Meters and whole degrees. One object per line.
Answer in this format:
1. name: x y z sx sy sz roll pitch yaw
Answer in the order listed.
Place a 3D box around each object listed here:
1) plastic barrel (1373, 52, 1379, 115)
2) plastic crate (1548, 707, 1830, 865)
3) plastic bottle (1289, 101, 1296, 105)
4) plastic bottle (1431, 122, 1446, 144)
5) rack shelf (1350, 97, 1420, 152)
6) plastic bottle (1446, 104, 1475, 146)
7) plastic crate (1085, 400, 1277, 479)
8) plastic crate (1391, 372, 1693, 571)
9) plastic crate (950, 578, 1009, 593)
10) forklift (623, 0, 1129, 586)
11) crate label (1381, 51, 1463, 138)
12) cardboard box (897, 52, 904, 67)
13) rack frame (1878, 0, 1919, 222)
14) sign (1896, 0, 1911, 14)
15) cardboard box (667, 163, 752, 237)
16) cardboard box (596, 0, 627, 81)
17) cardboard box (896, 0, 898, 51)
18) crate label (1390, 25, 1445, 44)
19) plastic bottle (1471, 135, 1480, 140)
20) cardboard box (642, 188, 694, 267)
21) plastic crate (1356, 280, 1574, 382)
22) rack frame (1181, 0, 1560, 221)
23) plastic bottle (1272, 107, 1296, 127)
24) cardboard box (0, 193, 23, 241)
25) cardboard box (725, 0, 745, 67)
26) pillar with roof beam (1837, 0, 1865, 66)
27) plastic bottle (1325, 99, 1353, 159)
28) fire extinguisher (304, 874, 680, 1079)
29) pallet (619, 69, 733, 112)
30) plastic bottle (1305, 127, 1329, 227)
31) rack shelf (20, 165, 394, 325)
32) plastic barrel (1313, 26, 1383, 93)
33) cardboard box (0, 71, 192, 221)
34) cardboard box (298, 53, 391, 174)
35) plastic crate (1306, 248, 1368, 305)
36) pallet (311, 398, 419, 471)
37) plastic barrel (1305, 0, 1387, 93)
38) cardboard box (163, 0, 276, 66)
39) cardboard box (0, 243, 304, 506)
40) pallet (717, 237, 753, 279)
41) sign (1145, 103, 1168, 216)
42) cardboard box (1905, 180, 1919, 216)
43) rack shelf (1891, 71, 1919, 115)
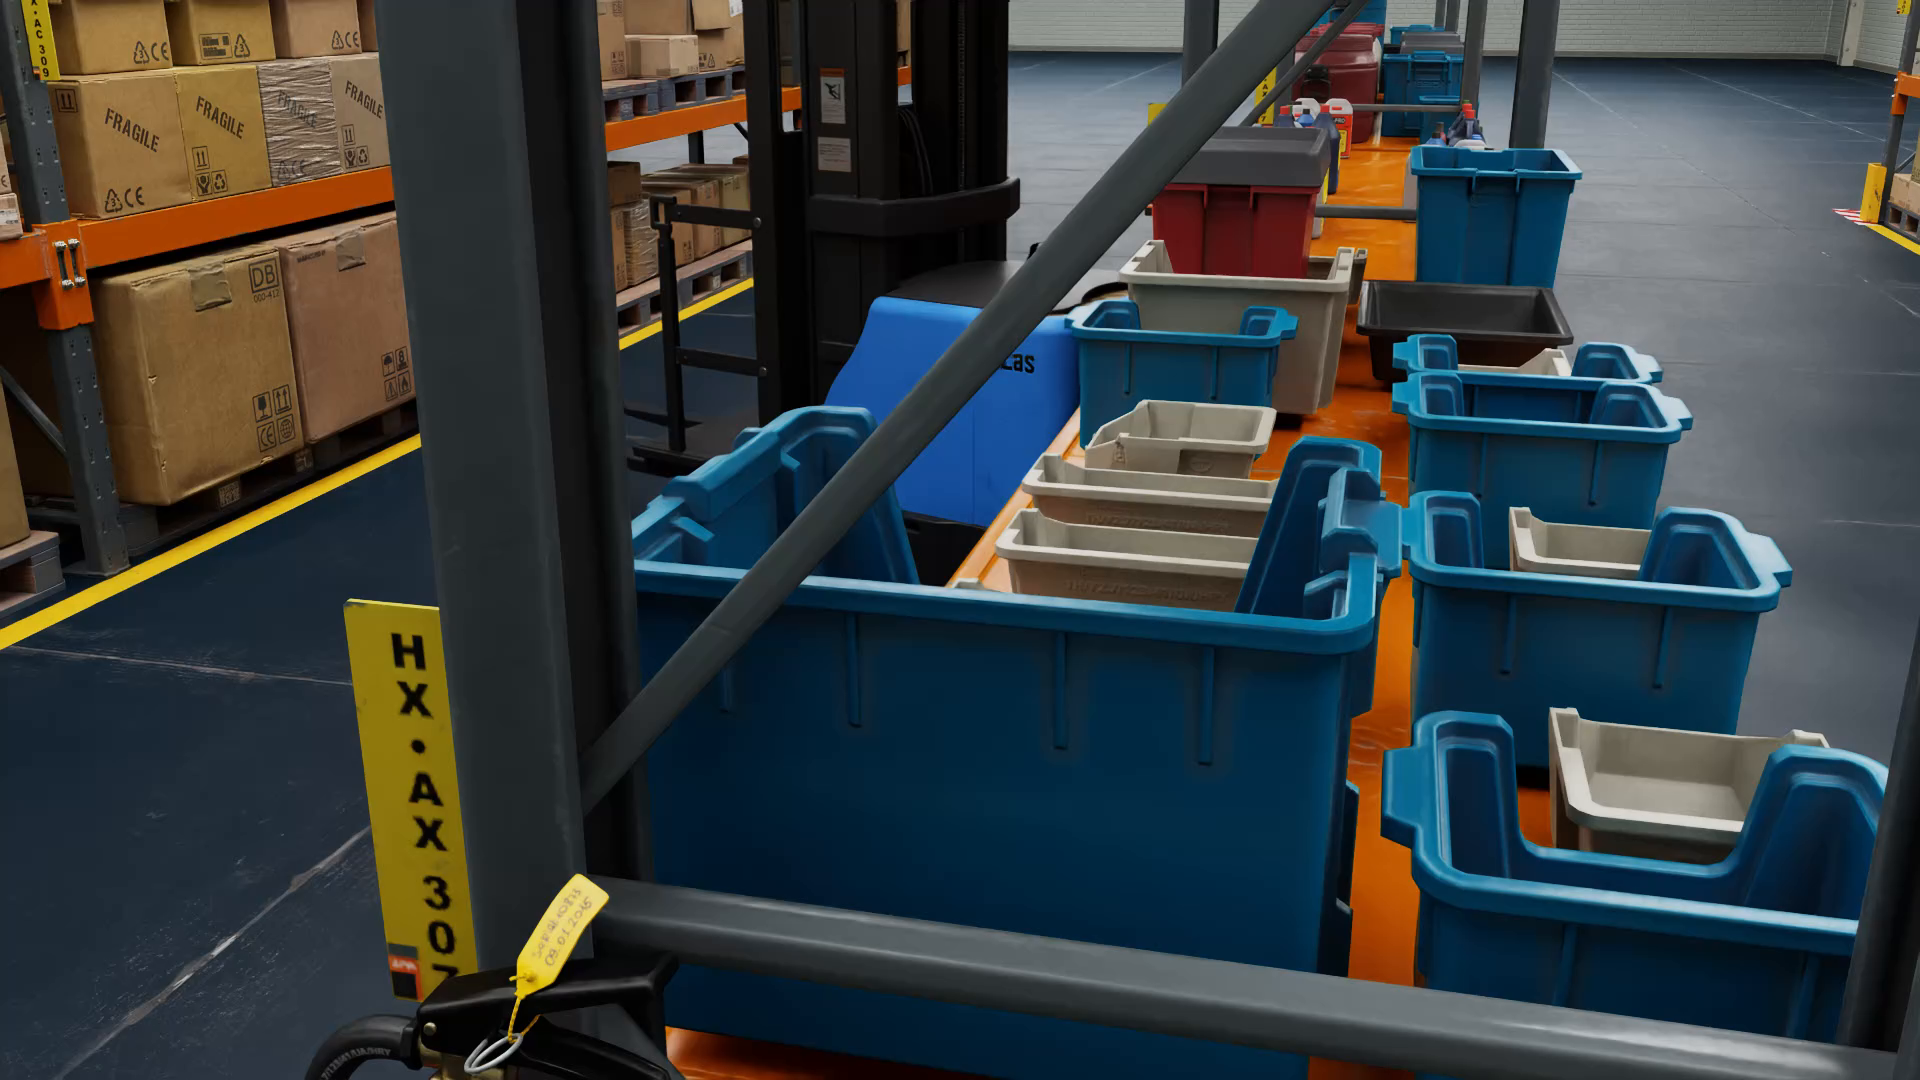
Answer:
1. plastic barrel: 2.152 -2.584 9.440 0.421 0.512 0.421 0 19 0
2. plastic crate: 0.691 0.266 1.582 0.250 0.136 0.298 5 19 13
3. plastic bottle: 1.564 -1.927 7.870 0.061 0.283 0.133 5 19 13
4. plastic bottle: 1.958 -1.572 6.829 0.061 0.283 0.133 5 19 13
5. rack shelf: 2.596 -2.479 10.417 1.077 0.370 4.000 5 19 13
6. plastic bottle: 2.064 -1.604 6.818 0.144 0.351 0.185 5 19 13
7. plastic crate: 0.360 -0.131 2.747 0.298 0.136 0.250 5 19 13
8. plastic crate: 0.854 -0.098 2.500 0.416 0.233 0.300 5 19 13
9. plastic crate: 0.177 0.142 1.947 0.396 0.136 0.243 5 19 13
10. forklift: -0.629 -1.487 6.508 3.031 2.935 1.130 12 22 31
11. crate label: 2.613 -2.499 9.308 0.502 0.435 0.616 5 19 13
12. cardboard box: -0.759 -4.628 15.986 0.380 0.149 0.250 5 19 13
13. rack frame: 8.865 -4.307 14.657 1.000 3.000 0.127 5 19 13
14. sign: 8.328 -4.800 14.639 0.100 0.325 0.005 5 19 13
15. cardboard box: -1.889 -2.672 13.055 0.700 0.500 0.500 3 19 9
16. cardboard box: -2.563 -3.185 10.566 0.700 0.500 0.500 8 20 21
17. cardboard box: -1.071 -4.789 15.453 0.875 0.500 0.500 5 19 13
18. crate label: 3.875 -4.118 14.049 0.502 0.435 0.616 5 19 13
19. plastic bottle: 1.975 -1.420 6.404 0.097 0.271 0.097 0 19 0
20. cardboard box: -2.296 -2.173 11.596 0.700 0.500 0.500 6 20 18
21. plastic crate: 1.117 -0.465 3.740 0.437 0.125 0.590 5 19 13
22. rack frame: 1.130 -0.938 4.794 1.000 3.000 0.127 5 19 13
23. plastic bottle: 1.307 -1.574 6.732 0.144 0.351 0.185 5 19 13
24. cardboard box: -3.429 -1.089 5.625 0.380 0.149 0.250 5 19 14
25. cardboard box: -2.048 -4.082 12.419 1.000 1.000 1.000 5 19 14
26. pillar with roof beam: 17.492 -16.211 40.228 9.100 9.000 0.400 5 19 13
27. plastic bottle: 1.836 -2.011 8.128 0.152 0.276 0.135 5 19 13
28. fire extinguisher: -0.324 0.540 1.163 0.296 0.674 0.183 5 19 13
29. pallet: -2.251 -3.116 11.467 1.003 0.211 1.213 5 19 13
30. plastic bottle: 1.223 -1.276 5.858 0.144 0.351 0.185 5 19 13
31. rack shelf: -3.184 -1.616 7.891 1.077 0.370 4.000 5 19 13
32. plastic barrel: 2.459 -2.998 10.613 0.433 0.535 0.433 0 19 0
33. cardboard box: -3.318 -1.501 6.288 0.500 0.500 0.500 5 19 14
34. cardboard box: -2.952 -1.978 7.684 0.500 0.500 0.500 5 19 14
35. plastic crate: 0.878 -0.707 4.433 0.396 0.136 0.243 5 19 13
36. pallet: -3.261 -0.641 8.239 1.003 0.211 1.213 5 19 13
37. plastic barrel: 2.697 -3.586 11.770 0.600 0.901 0.708 5 19 13
38. cardboard box: -3.345 -2.267 6.976 0.797 0.503 0.637 5 19 14
39. cardboard box: -3.535 -0.725 6.807 1.225 0.875 0.875 5 19 14
40. pallet: -1.907 -2.273 13.017 1.003 0.211 1.213 5 19 13
41. sign: 0.597 -1.113 4.879 0.100 0.325 0.005 5 19 13
42. cardboard box: 8.399 -2.897 14.134 0.500 0.250 0.500 5 19 13
43. rack shelf: 8.376 -3.340 12.938 1.077 0.370 4.000 5 19 13
